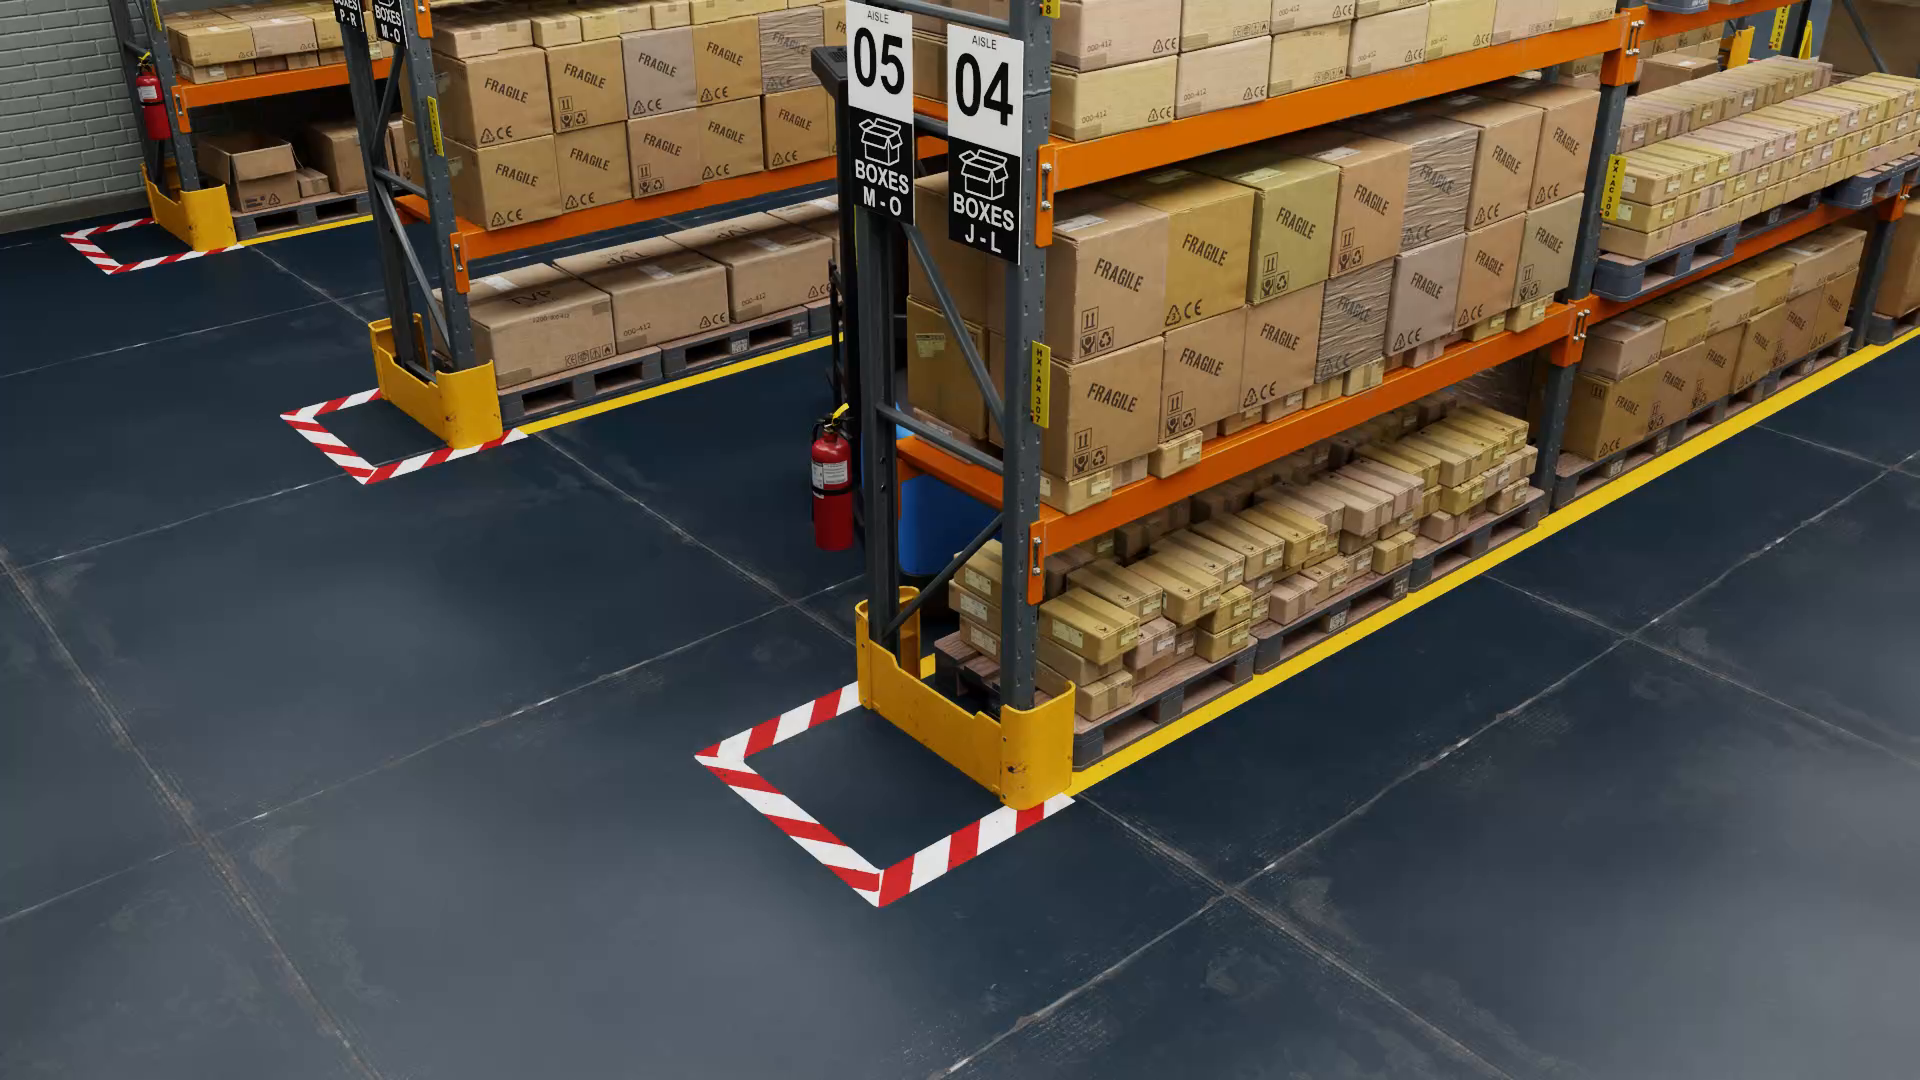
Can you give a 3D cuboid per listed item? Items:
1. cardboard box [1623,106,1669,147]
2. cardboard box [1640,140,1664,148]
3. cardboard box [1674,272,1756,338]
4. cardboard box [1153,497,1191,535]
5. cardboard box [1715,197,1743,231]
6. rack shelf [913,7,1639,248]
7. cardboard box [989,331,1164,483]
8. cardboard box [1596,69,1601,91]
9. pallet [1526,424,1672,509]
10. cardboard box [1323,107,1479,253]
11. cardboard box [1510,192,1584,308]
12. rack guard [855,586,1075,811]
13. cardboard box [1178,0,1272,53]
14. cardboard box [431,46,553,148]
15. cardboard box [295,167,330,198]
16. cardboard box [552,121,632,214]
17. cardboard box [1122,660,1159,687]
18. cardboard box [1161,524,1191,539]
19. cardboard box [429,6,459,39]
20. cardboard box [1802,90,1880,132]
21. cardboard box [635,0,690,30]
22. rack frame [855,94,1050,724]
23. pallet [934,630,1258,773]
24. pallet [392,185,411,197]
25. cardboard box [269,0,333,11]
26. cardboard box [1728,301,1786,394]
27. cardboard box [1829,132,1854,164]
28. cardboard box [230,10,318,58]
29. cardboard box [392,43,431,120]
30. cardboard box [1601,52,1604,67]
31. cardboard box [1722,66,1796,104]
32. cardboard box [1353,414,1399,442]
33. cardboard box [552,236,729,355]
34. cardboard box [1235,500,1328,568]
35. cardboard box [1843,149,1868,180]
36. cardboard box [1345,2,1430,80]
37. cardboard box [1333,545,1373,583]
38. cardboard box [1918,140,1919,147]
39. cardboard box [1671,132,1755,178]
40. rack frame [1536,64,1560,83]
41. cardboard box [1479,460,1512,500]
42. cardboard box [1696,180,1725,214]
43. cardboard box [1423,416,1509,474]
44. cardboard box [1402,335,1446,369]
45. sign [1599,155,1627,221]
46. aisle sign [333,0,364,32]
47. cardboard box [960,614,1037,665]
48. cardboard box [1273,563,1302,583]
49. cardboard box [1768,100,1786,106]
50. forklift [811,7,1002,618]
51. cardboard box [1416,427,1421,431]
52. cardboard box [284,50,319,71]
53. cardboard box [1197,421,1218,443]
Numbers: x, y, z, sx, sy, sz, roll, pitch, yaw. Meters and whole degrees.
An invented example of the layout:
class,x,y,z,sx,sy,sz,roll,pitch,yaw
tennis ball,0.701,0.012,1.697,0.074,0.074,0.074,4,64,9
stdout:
class,x,y,z,sx,sy,sz,roll,pitch,yaw
cardboard box,3.959,-2.463,9.867,0.250,0.149,0.380,-23,36,-36
cardboard box,3.958,-2.337,9.946,0.250,0.149,0.380,-24,36,-37
cardboard box,4.517,-1.482,10.251,0.500,0.250,0.500,-20,34,-33
cardboard box,0.934,-0.178,8.348,0.250,0.149,0.380,-20,34,-33
cardboard box,4.179,-1.887,9.419,0.250,0.149,0.380,-21,35,-34
rack shelf,1.468,-2.012,7.414,4.000,0.370,1.077,-22,35,-35
cardboard box,0.467,-0.608,6.784,0.500,0.500,0.500,-20,34,-33
cardboard box,6.808,-5.033,17.958,0.500,0.250,0.500,-20,34,-32
pallet,3.581,-0.627,10.200,1.213,0.211,1.003,-22,35,-35
cardboard box,2.019,-1.682,7.733,0.500,0.500,0.500,-21,34,-34
cardboard box,2.805,-1.545,8.536,0.500,0.500,0.500,-22,35,-35
rack guard,0.004,0.684,7.439,0.348,0.500,1.175,-22,35,-35
cardboard box,0.845,-2.073,6.393,0.500,0.250,0.500,-22,35,-35
cardboard box,-2.793,-2.669,9.894,0.500,0.500,0.500,-23,36,-36
cardboard box,-5.693,-3.114,14.474,0.250,0.149,0.380,-24,36,-37
cardboard box,-2.425,-2.392,10.436,0.500,0.500,0.500,-22,35,-36
cardboard box,0.699,0.522,7.669,0.250,0.149,0.380,-22,35,-35
cardboard box,0.942,-0.040,8.406,0.250,0.149,0.380,-21,35,-34
cardboard box,-3.200,-3.092,9.997,0.250,0.149,0.380,-21,35,-34
cardboard box,5.364,-2.625,10.170,0.250,0.149,0.380,-21,34,-33
cardboard box,-1.897,-3.311,10.408,0.250,0.149,0.380,-22,35,-34
rack frame,-0.054,-0.395,6.806,0.127,3.000,1.000,-22,35,-35
pallet,0.645,0.576,7.948,1.213,0.211,1.003,-22,35,-35
pallet,-4.977,-3.326,15.250,1.213,0.211,1.003,-22,35,-35
cardboard box,-5.617,-4.525,14.379,0.500,0.250,0.500,-21,34,-33
cardboard box,4.912,-1.305,10.716,0.500,0.500,0.500,-24,36,-37
cardboard box,5.170,-2.418,10.097,0.250,0.149,0.380,-22,35,-35
cardboard box,-5.664,-4.179,13.731,0.500,0.250,0.500,-21,35,-34
cardboard box,-3.131,-2.857,10.246,0.500,0.500,0.500,-21,34,-33
cardboard box,6.809,-5.365,17.782,0.500,0.500,0.500,-20,34,-33
cardboard box,5.163,-2.950,10.778,0.250,0.149,0.380,-22,35,-35
cardboard box,2.184,-0.620,9.175,0.250,0.149,0.380,-22,35,-36
cardboard box,-2.215,-1.715,11.549,0.875,0.438,0.875,-21,34,-34
cardboard box,1.554,-0.033,8.078,0.250,0.149,0.380,-21,35,-34
cardboard box,5.378,-2.372,10.327,0.250,0.149,0.380,-22,35,-36
cardboard box,1.640,-2.173,7.110,0.500,0.250,0.500,-22,35,-35
cardboard box,1.883,0.068,8.519,0.250,0.149,0.380,-21,35,-34
cardboard box,6.549,-2.927,11.438,0.500,0.500,0.500,-21,35,-34
cardboard box,4.184,-2.151,9.283,0.250,0.149,0.380,-22,35,-36
rack frame,5.786,-5.810,16.939,0.127,3.000,1.000,-22,35,-35
cardboard box,2.758,-0.380,9.042,0.250,0.149,0.380,-24,36,-37
cardboard box,3.979,-1.939,9.201,0.250,0.149,0.380,-21,35,-34
cardboard box,2.719,-0.514,8.978,0.250,0.149,0.380,-21,35,-34
cardboard box,2.157,-0.994,8.195,0.250,0.149,0.380,-24,36,-37
sign,3.347,-1.808,8.532,0.005,0.325,0.100,-22,35,-35
aisle sign,-3.599,-3.374,9.624,0.004,0.787,0.394,-22,35,-35
cardboard box,0.211,0.442,7.820,0.250,0.149,0.380,-21,35,-34
cardboard box,1.471,0.055,8.228,0.250,0.149,0.380,-20,34,-32
cardboard box,5.128,-2.805,10.822,0.250,0.149,0.380,-23,36,-36
forklift,-0.162,-1.579,9.096,1.130,2.935,3.031,-7,29,-13
cardboard box,2.506,-0.681,9.606,0.250,0.149,0.380,-20,34,-33
cardboard box,-5.567,-4.051,13.915,0.250,0.149,0.380,-21,34,-33
cardboard box,0.920,-0.550,7.363,0.250,0.149,0.380,-20,34,-33
